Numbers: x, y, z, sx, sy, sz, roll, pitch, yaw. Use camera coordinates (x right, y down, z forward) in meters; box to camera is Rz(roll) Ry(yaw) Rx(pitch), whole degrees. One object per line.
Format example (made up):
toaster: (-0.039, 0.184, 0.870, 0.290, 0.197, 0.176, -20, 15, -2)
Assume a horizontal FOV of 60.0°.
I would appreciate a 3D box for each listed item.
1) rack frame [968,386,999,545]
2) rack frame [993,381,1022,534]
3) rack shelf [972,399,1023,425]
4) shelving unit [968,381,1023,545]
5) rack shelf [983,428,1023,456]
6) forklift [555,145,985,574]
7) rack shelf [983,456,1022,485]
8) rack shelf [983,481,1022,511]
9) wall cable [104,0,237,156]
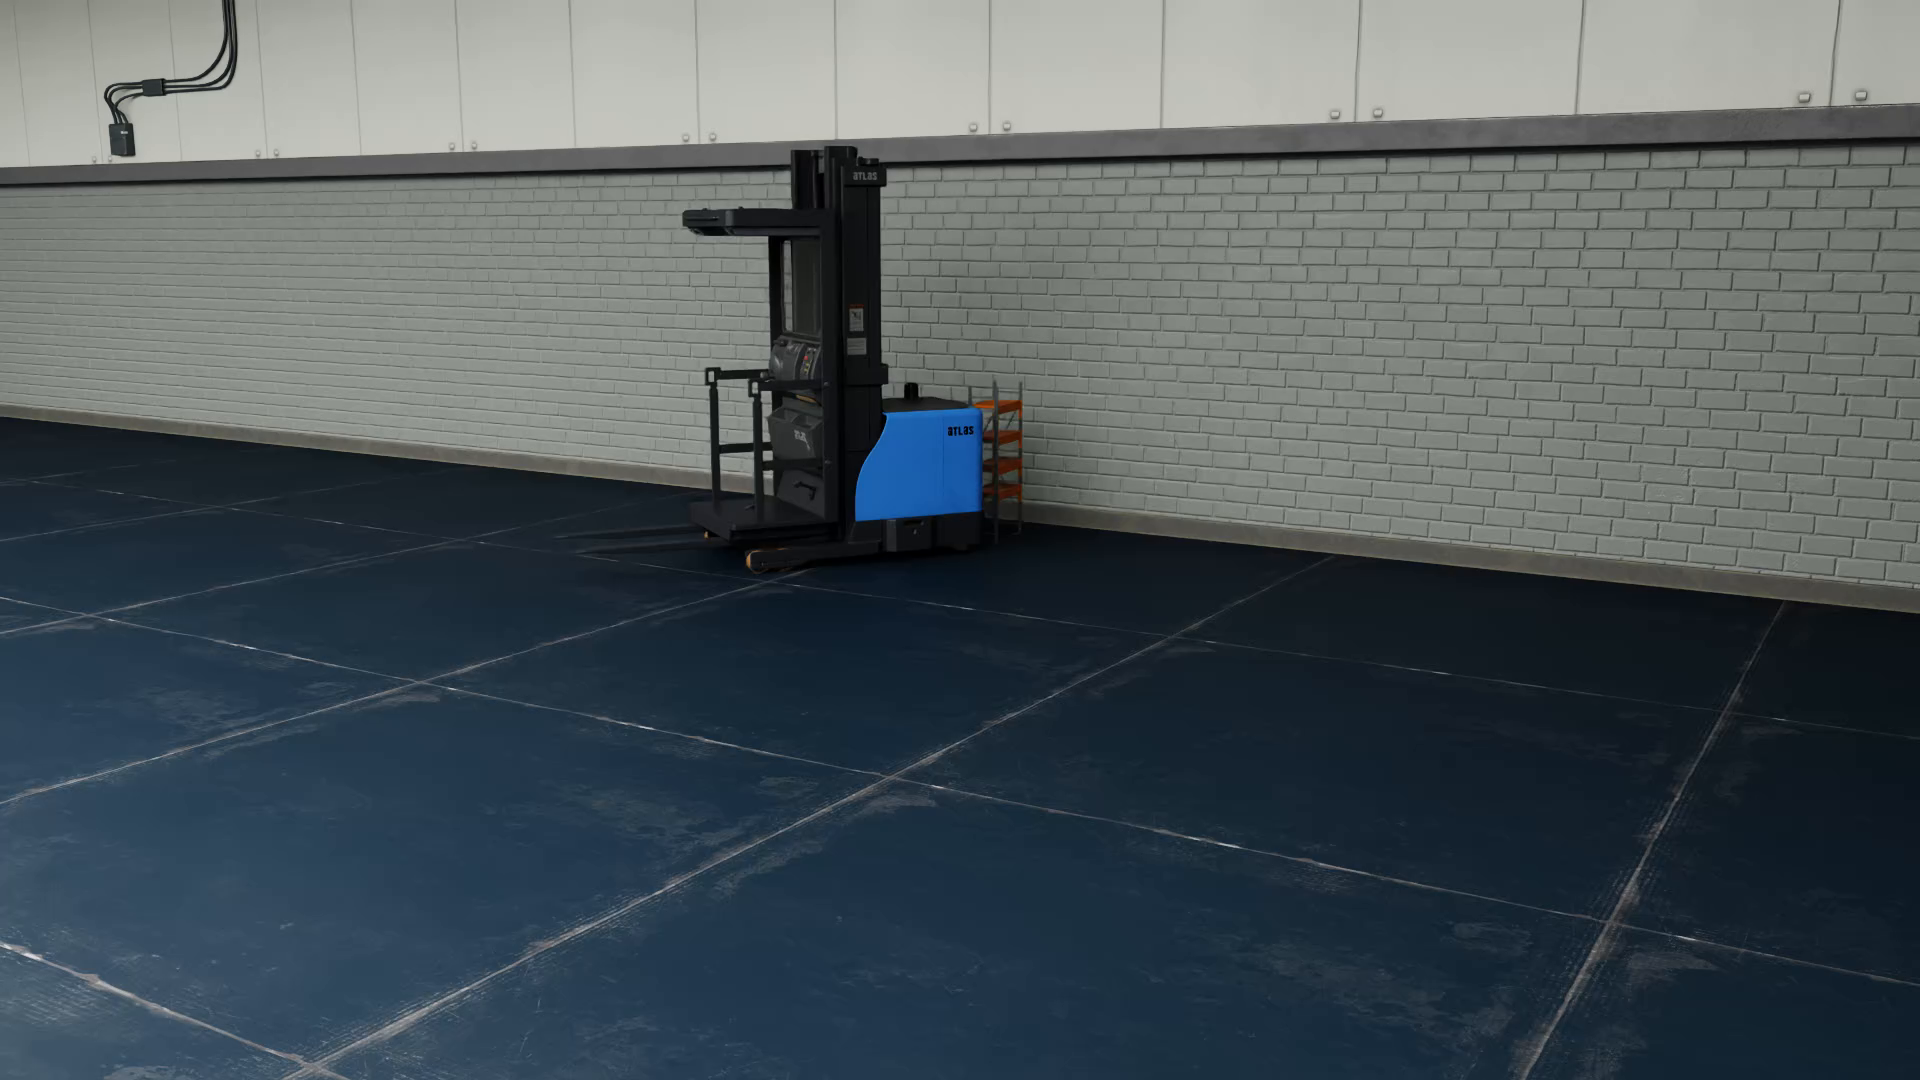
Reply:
rack frame: (0.176, -0.562, 12.612, 0.240, 1.200, 0.015, 5, 12, 23)
rack frame: (0.372, -0.645, 13.051, 0.240, 1.200, 0.015, 5, 12, 23)
rack shelf: (0.274, -0.990, 12.759, 0.258, 0.148, 0.480, 5, 12, 23)
shelving unit: (0.274, -0.603, 12.831, 0.258, 1.200, 0.503, 5, 12, 23)
rack shelf: (0.274, -0.757, 12.803, 0.258, 0.148, 0.480, 5, 12, 23)
forklift: (-1.371, -1.316, 11.935, 3.031, 2.935, 1.130, -5, 12, -25)
rack shelf: (0.274, -0.537, 12.844, 0.258, 0.148, 0.480, 5, 12, 23)
rack shelf: (0.274, -0.342, 12.880, 0.258, 0.148, 0.480, 5, 12, 23)
wall cable: (-8.770, -7.275, 18.034, 2.305, 6.003, 0.169, 6, 12, 31)
